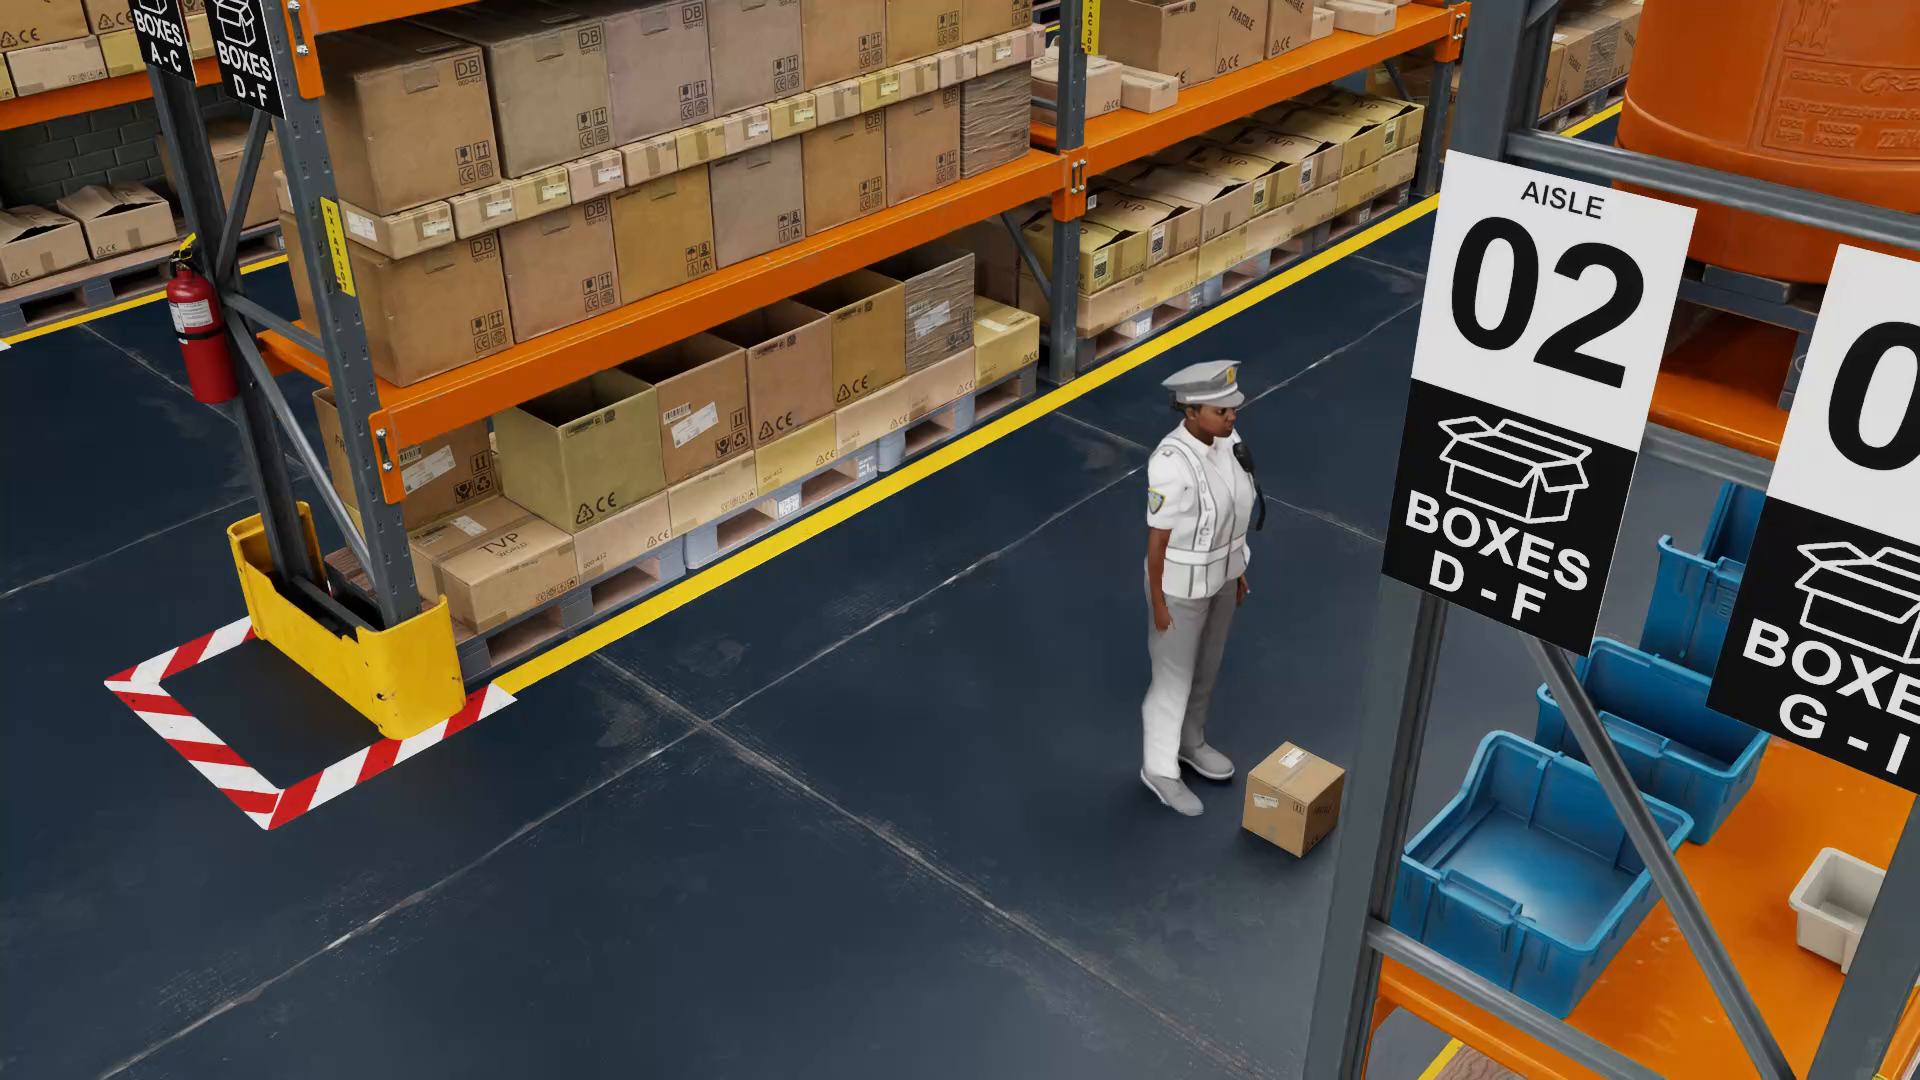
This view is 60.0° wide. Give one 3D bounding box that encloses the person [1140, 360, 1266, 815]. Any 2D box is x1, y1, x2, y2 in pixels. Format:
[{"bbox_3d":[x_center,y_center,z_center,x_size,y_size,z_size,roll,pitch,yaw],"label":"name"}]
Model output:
[{"bbox_3d":[0.855,0.161,5.867,0.391,1.724,0.451,26,40,36],"label":"person"}]
